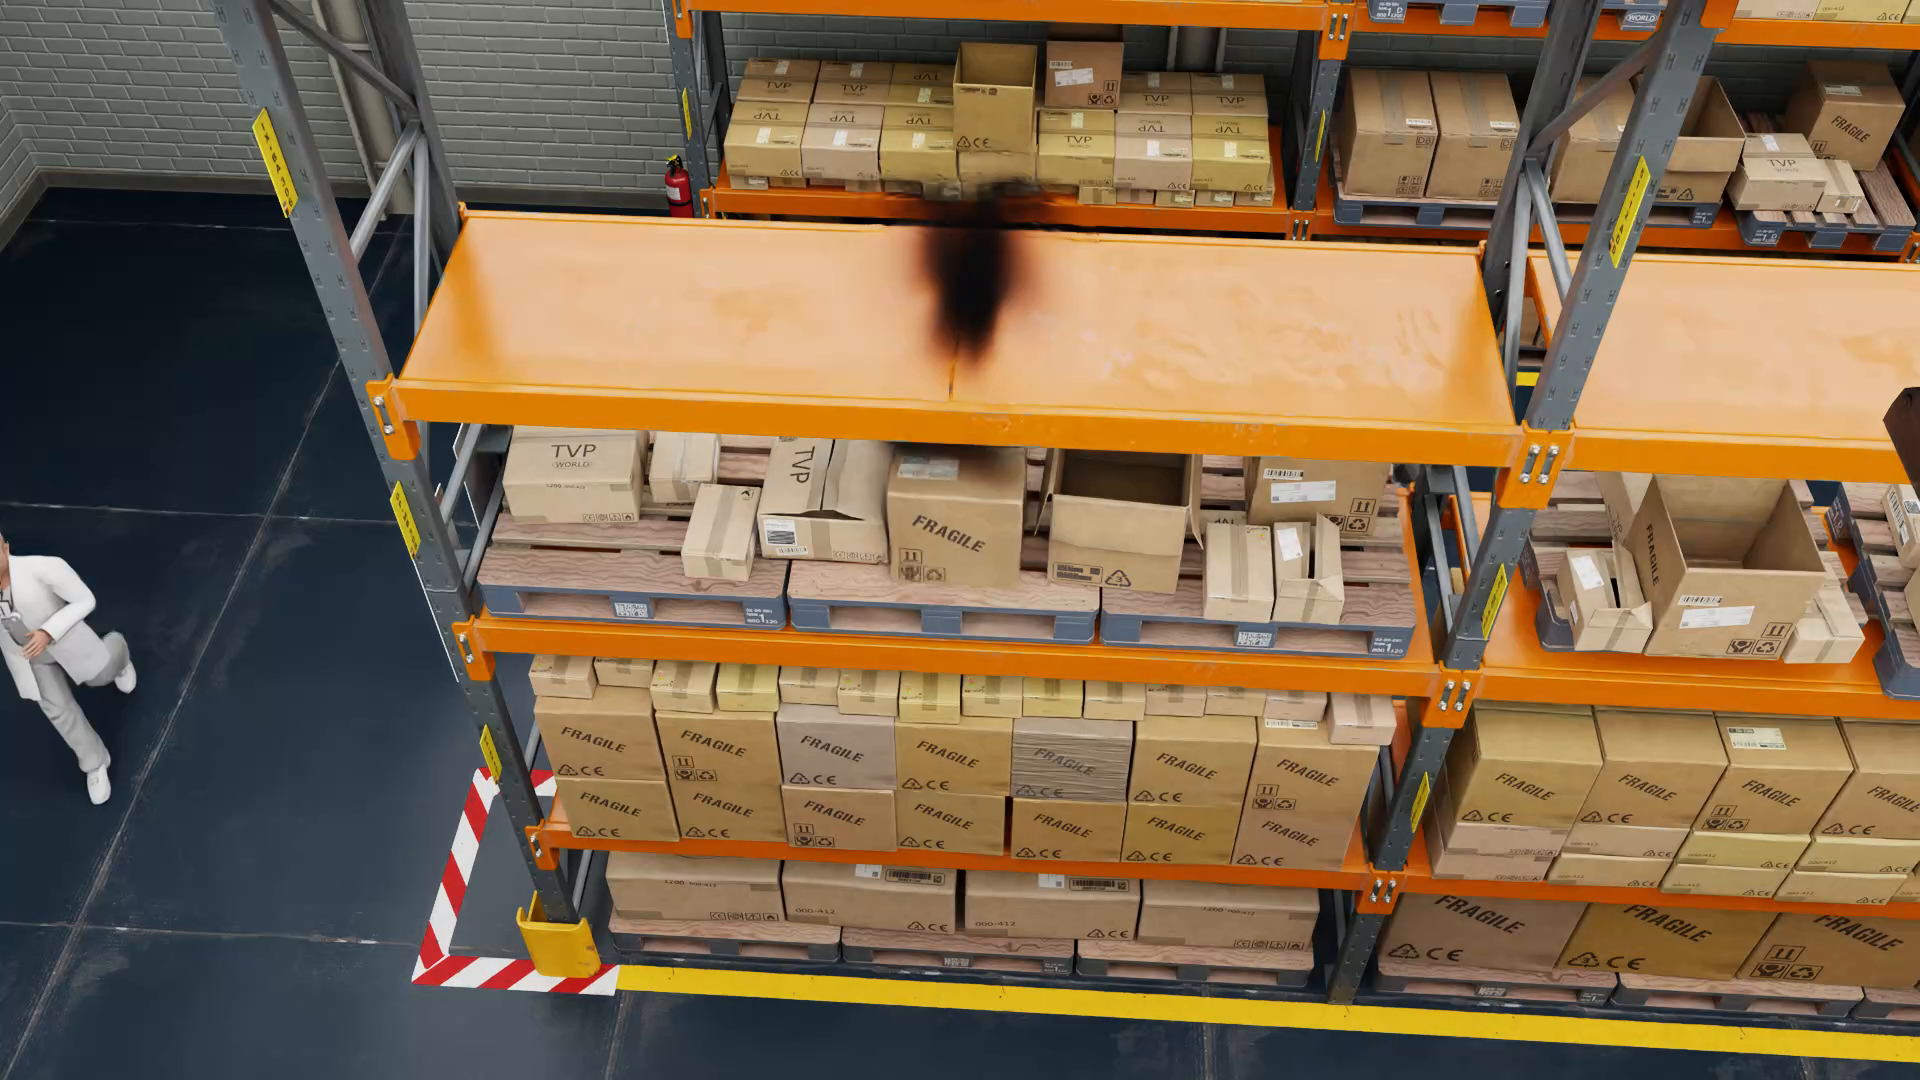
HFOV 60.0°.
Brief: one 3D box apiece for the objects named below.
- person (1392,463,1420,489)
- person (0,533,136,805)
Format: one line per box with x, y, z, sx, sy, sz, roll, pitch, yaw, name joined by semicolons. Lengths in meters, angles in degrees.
2.674;-0.751;10.280;0.906;1.669;0.659;-16;50;-14;person
-4.940;0.535;9.022;0.715;1.761;1.047;-9;49;-8;person
